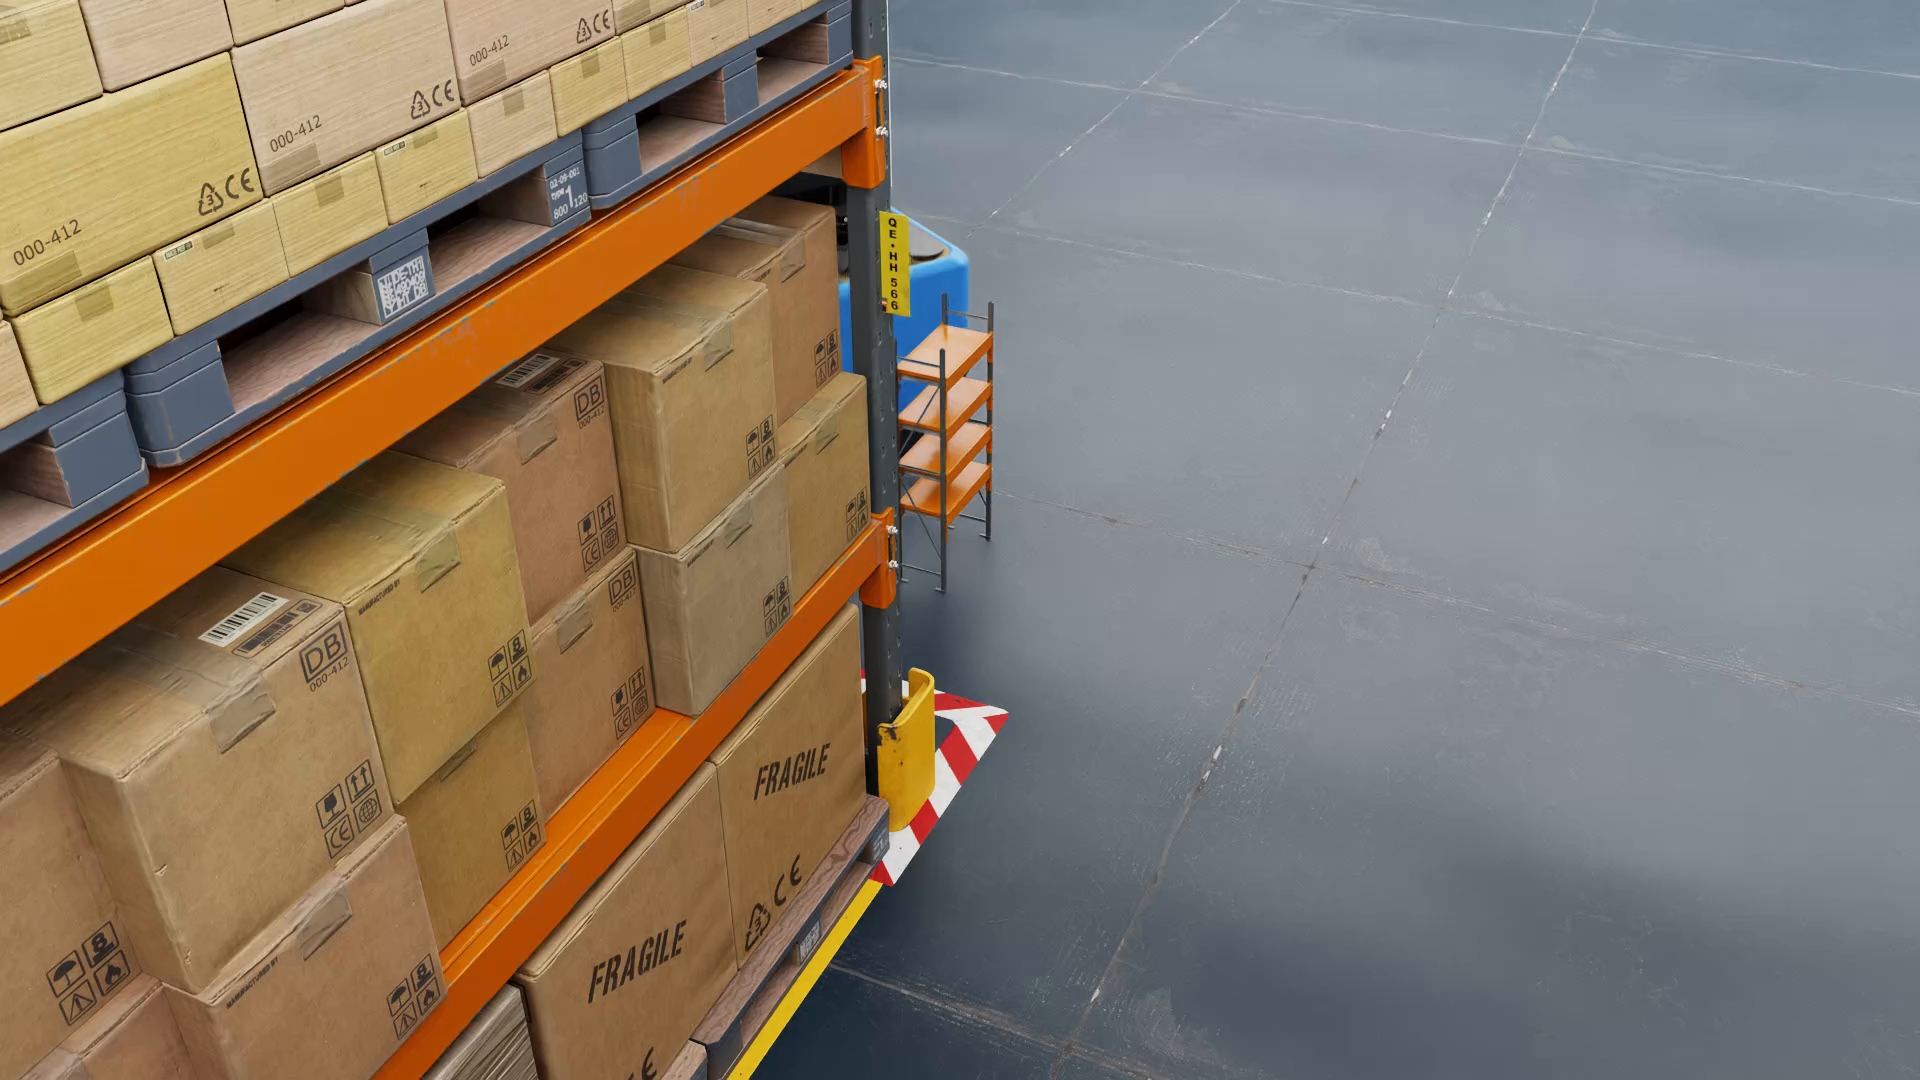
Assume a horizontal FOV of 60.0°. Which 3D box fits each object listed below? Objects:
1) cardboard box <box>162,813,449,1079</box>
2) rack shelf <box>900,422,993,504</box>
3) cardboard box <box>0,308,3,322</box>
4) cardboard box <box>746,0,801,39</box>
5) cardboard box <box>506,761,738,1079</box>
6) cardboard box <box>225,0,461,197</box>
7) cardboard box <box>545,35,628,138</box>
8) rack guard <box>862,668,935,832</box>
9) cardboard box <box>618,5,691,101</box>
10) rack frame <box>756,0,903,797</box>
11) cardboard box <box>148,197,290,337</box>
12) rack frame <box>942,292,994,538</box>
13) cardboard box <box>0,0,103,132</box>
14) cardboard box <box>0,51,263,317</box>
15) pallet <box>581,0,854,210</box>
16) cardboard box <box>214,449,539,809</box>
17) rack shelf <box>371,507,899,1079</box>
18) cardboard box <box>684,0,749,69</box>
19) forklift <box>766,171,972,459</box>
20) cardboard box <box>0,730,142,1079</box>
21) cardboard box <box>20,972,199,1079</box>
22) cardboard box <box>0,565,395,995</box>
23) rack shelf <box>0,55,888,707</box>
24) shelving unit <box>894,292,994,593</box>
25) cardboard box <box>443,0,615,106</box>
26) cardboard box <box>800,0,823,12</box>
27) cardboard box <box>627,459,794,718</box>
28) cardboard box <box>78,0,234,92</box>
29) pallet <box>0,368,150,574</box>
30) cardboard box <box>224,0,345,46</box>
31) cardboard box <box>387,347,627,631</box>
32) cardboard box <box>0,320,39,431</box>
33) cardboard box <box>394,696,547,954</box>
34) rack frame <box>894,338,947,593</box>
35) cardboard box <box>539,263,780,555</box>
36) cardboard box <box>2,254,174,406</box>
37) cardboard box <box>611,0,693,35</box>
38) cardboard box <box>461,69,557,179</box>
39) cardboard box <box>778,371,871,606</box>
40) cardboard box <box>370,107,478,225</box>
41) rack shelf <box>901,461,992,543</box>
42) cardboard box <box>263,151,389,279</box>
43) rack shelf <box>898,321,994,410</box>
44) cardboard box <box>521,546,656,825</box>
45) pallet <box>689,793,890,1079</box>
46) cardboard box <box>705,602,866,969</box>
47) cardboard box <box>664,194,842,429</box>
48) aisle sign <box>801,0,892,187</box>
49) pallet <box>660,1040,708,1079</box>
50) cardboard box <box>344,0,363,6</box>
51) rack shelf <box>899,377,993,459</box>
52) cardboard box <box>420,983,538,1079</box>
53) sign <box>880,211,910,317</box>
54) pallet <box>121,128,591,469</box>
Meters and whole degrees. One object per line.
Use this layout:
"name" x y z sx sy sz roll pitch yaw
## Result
"cardboard box" -1.673 0.845 3.589 0.875 0.550 0.550 14 36 20
"rack shelf" -0.069 -0.363 7.332 0.258 0.148 0.480 14 36 20
"cardboard box" -1.691 -0.349 2.203 0.500 0.250 0.500 14 36 20
"cardboard box" -0.623 -1.375 4.131 0.380 0.149 0.250 14 36 21
"cardboard box" -1.276 1.128 4.849 0.875 0.875 0.875 14 36 20
"cardboard box" -1.269 -0.853 2.971 0.500 0.250 0.500 15 36 21
"cardboard box" -0.943 -0.993 3.548 0.380 0.149 0.250 14 36 20
"rack guard" -0.676 0.657 6.293 1.175 0.500 0.348 14 36 20
"cardboard box" -0.836 -1.121 3.744 0.380 0.149 0.250 15 36 21
"rack frame" -0.686 -0.377 5.589 1.000 3.000 0.127 14 36 20
"cardboard box" -1.367 -0.489 2.780 0.380 0.149 0.250 14 36 21
"rack frame" 0.033 -0.541 7.481 0.240 1.200 0.015 14 36 20
"cardboard box" -1.473 -0.696 2.369 0.380 0.149 0.250 15 36 21
"cardboard box" -1.480 -0.600 2.586 0.500 0.250 0.500 14 36 20
"pallet" -0.986 -1.222 4.224 1.003 0.211 1.213 14 36 20
"cardboard box" -1.484 0.122 3.708 0.875 0.550 0.500 14 36 20
"rack shelf" -1.522 0.920 4.267 1.077 0.370 4.000 14 36 20
"cardboard box" -0.730 -1.247 3.935 0.380 0.149 0.250 15 36 21
"forklift" -1.161 -2.216 8.457 1.130 2.935 3.031 -19 38 -27
"cardboard box" -2.049 0.625 2.940 0.875 0.550 0.550 14 36 20
"cardboard box" -2.006 1.087 3.220 0.875 0.550 0.550 14 36 20
"cardboard box" -1.698 0.387 3.302 0.875 0.550 0.550 14 36 20
"rack shelf" -1.522 -0.334 3.445 1.077 0.370 4.000 14 36 20
"shelving unit" -0.069 -0.419 7.295 0.258 1.200 0.503 14 36 20
"cardboard box" -1.057 -1.104 3.353 0.500 0.250 0.500 14 36 20
"cardboard box" -0.517 -1.500 4.322 0.380 0.149 0.250 14 36 20
"cardboard box" -1.010 0.035 4.825 0.875 0.550 0.550 14 36 20
"cardboard box" -1.367 -0.822 2.561 0.380 0.149 0.250 14 36 20
"pallet" -2.007 -0.007 2.370 1.003 0.211 1.213 14 36 20
"cardboard box" -1.262 -0.946 2.749 0.380 0.149 0.250 14 36 20
"cardboard box" -1.380 -0.172 4.156 0.875 0.550 0.550 14 36 20
"cardboard box" -1.581 -0.233 2.389 0.380 0.149 0.250 14 36 20
"cardboard box" -1.542 0.558 4.026 0.875 0.550 0.500 14 36 20
"rack frame" -0.171 -0.298 7.110 0.240 1.200 0.015 14 36 20
"cardboard box" -1.022 -0.420 4.533 0.875 0.550 0.550 14 36 20
"cardboard box" -1.474 -0.362 2.586 0.380 0.149 0.250 14 36 20
"cardboard box" -0.847 -1.353 3.734 0.500 0.250 0.500 14 36 21
"cardboard box" -1.049 -0.867 3.357 0.380 0.149 0.250 14 36 21
"cardboard box" -0.800 -0.244 5.250 0.875 0.550 0.550 14 36 20
"cardboard box" -1.155 -0.741 3.163 0.380 0.149 0.250 15 36 21
"rack shelf" -0.069 -0.197 7.441 0.258 0.148 0.480 14 36 20
"cardboard box" -1.262 -0.612 2.968 0.380 0.149 0.250 15 36 21
"rack shelf" -0.069 -0.748 7.080 0.258 0.148 0.480 14 36 20
"cardboard box" -1.358 0.285 4.443 0.875 0.550 0.550 14 36 20
"pallet" -0.949 1.206 5.719 1.003 0.211 1.213 14 36 20
"cardboard box" -0.909 0.689 5.518 0.875 0.875 0.875 14 36 21
"cardboard box" -0.876 -0.715 4.984 0.875 0.550 0.550 14 36 20
"aisle sign" -0.383 -1.430 4.825 0.394 0.787 0.004 14 36 20
"pallet" -1.461 1.811 4.796 1.003 0.211 1.213 14 36 20
"cardboard box" -1.156 -1.072 2.941 0.380 0.149 0.250 14 36 21
"rack shelf" -0.069 -0.550 7.210 0.258 0.148 0.480 14 36 20
"cardboard box" -1.659 1.581 4.158 0.875 0.875 0.875 14 36 21
"sign" -0.199 -0.829 5.006 0.100 0.325 0.005 14 36 20
"pallet" -1.496 -0.612 3.294 1.003 0.211 1.213 14 36 20
